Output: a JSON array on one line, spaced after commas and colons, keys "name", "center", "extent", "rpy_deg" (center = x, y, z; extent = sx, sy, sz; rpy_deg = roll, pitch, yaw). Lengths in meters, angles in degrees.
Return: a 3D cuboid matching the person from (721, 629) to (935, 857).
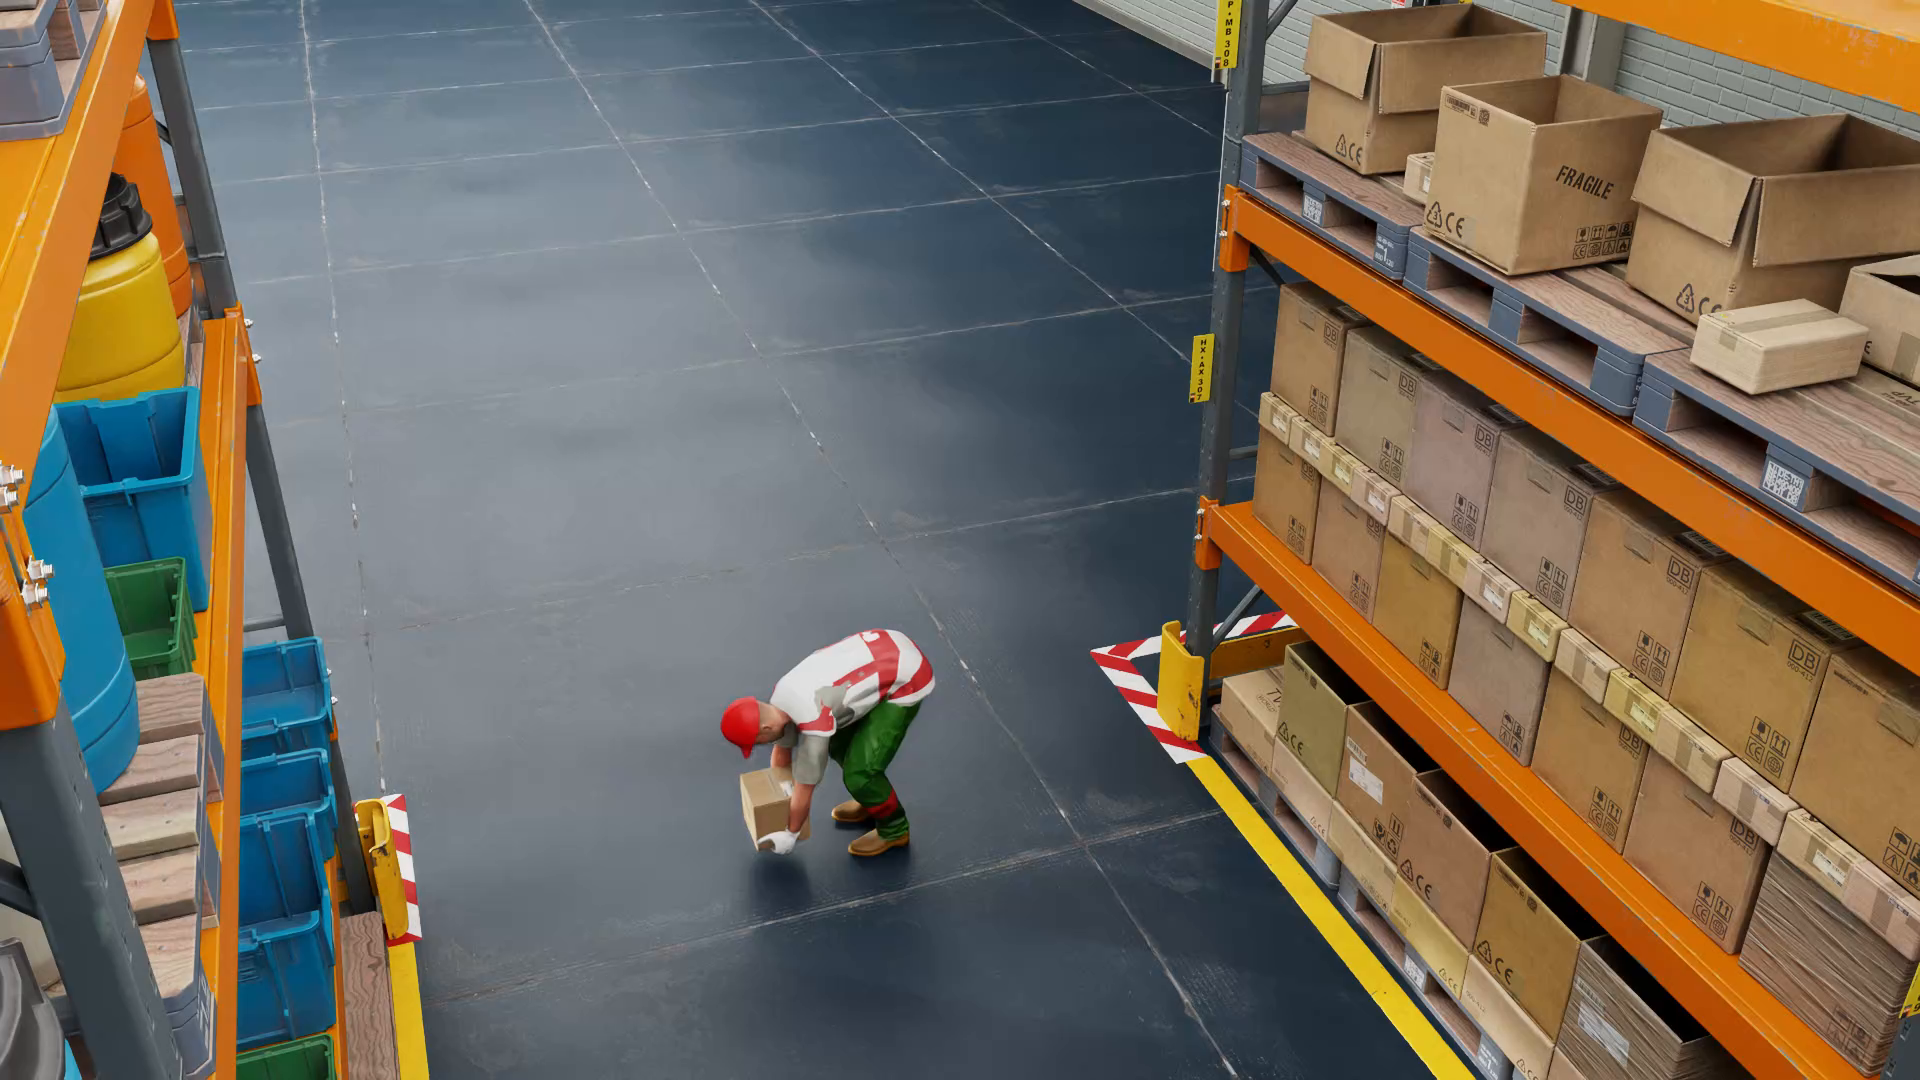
[{"name": "person", "center": [-0.583, 0.937, 7.429], "extent": [0.957, 1.036, 0.522], "rpy_deg": [-12, 32, -20]}]
